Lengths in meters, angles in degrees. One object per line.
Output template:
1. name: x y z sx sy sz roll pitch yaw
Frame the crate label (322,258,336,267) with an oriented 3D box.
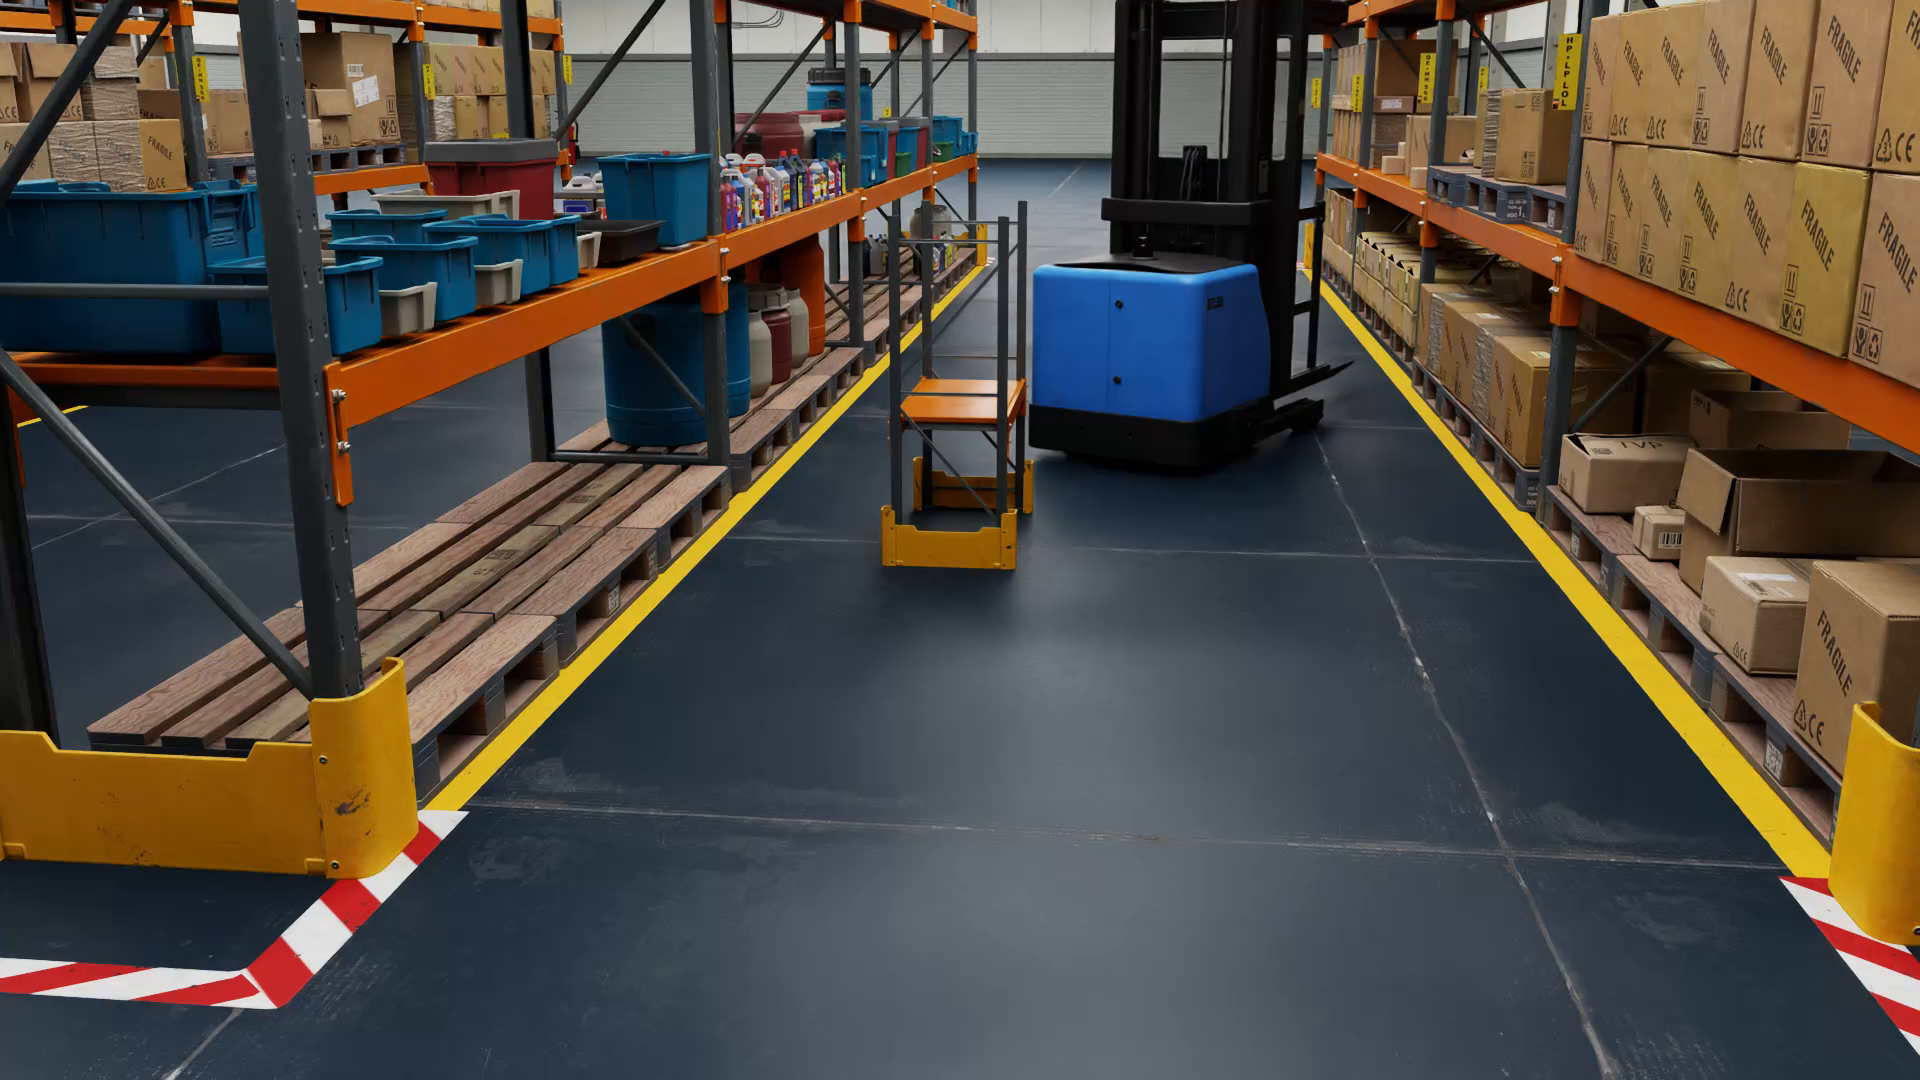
1. crate label: -2.146 -0.889 5.592 0.396 0.136 0.243 2 15 6

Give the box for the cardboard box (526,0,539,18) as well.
1. cardboard box: -5.084 -6.032 18.762 0.500 0.250 0.500 2 15 7

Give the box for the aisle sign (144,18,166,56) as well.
1. aisle sign: -9.839 -6.355 20.437 0.394 0.787 0.004 2 15 6

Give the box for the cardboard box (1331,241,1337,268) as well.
1. cardboard box: 4.162 -2.979 17.396 0.500 0.250 0.500 2 15 6

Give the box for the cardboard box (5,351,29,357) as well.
1. cardboard box: -6.430 -1.381 10.289 1.225 0.875 0.875 1 15 4

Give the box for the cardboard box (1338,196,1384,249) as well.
1. cardboard box: 4.119 -3.211 16.817 0.500 0.500 0.500 2 15 6

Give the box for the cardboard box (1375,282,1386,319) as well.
1. cardboard box: 3.698 -1.967 13.653 0.500 0.250 0.500 2 15 7

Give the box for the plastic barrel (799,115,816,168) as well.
1. plastic barrel: -1.306 -3.024 12.886 0.421 0.512 0.421 0 15 0

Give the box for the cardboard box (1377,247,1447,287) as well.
1. cardboard box: 3.697 -2.235 13.571 0.500 0.311 0.500 2 15 8

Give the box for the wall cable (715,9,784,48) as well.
1. wall cable: -6.519 -17.961 50.331 2.305 6.003 0.169 2 15 6

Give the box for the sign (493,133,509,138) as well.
1. sign: -2.207 -1.810 8.080 0.100 0.325 0.005 2 15 6

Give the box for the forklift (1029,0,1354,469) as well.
1. forklift: 1.594 -2.133 9.936 1.130 2.935 3.031 9 18 31

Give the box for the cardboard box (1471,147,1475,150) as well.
1. cardboard box: 4.005 -2.734 12.196 0.500 0.311 0.500 2 15 6

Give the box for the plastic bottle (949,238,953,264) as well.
1. plastic bottle: -0.150 -3.080 17.681 0.152 0.276 0.135 1 15 5

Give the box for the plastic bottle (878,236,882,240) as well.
1. plastic bottle: -0.860 -3.118 17.829 0.097 0.271 0.097 0 15 0

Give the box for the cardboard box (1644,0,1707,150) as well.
1. cardboard box: 2.811 -1.663 5.958 0.500 0.500 0.500 1 15 5

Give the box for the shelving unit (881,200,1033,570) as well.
1. shelving unit: 0.009 -0.744 7.539 0.587 1.500 1.083 2 15 6

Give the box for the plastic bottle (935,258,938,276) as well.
1. plastic bottle: -0.264 -2.719 16.488 0.097 0.201 0.097 0 15 0

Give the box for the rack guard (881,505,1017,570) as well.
1. rack guard: -0.048 -0.011 7.225 0.587 0.250 0.087 2 15 6

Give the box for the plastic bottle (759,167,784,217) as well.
1. plastic bottle: -1.100 -2.009 9.583 0.152 0.276 0.135 2 15 6

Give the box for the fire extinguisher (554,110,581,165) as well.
1. fire extinguisher: -4.757 -4.897 20.173 0.296 0.674 0.183 2 15 6

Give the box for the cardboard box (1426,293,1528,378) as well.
1. cardboard box: 3.323 -1.311 10.708 0.500 0.500 0.500 1 15 4

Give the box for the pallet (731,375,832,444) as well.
1. pallet: -1.397 -0.830 10.327 1.003 0.211 1.213 2 15 6

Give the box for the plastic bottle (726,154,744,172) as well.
1. plastic bottle: -1.580 -2.535 11.527 0.152 0.276 0.135 2 15 6

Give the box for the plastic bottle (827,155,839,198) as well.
1. plastic bottle: -0.857 -2.464 11.250 0.061 0.283 0.133 2 15 6

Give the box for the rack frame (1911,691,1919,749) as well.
1. rack frame: 2.809 -0.476 3.674 1.000 3.000 0.127 2 15 6

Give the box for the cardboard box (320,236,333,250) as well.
1. cardboard box: -5.905 -2.459 14.957 0.700 0.500 0.500 0 15 1

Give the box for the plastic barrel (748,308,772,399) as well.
1. plastic barrel: -1.350 -1.130 10.055 0.421 0.512 0.421 0 15 0

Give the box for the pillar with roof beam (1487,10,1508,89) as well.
1. pillar with roof beam: 8.748 -13.521 40.425 9.100 9.000 0.400 2 15 6

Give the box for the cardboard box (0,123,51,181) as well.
1. cardboard box: -6.116 -2.360 10.453 0.500 0.500 0.500 2 15 7

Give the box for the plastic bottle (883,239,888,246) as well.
1. plastic bottle: -0.786 -2.984 17.312 0.061 0.283 0.133 2 15 6

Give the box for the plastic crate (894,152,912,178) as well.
1. plastic crate: -0.674 -3.172 14.054 0.450 0.188 0.662 2 15 6

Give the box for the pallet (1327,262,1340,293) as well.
1. pallet: 4.430 -2.764 17.480 1.003 0.211 1.213 2 15 6

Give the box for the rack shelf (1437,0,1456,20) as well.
1. rack shelf: 3.486 -3.132 9.132 1.077 0.370 4.000 2 15 6

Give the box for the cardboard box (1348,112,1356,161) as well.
1. cardboard box: 4.377 -4.151 17.076 0.700 0.500 0.500 2 15 8

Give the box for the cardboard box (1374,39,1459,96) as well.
1. cardboard box: 4.207 -4.378 15.428 0.700 0.500 0.500 2 15 7

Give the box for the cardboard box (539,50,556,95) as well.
1. cardboard box: -5.045 -5.443 19.367 0.500 0.500 0.500 2 15 6

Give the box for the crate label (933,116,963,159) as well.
1. crate label: -0.246 -4.304 17.765 0.502 0.435 0.616 2 15 6

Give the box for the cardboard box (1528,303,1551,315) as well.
1. cardboard box: 3.781 -1.172 10.197 0.500 0.500 0.500 1 15 4

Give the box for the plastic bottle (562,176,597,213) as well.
1. plastic bottle: -1.938 -1.712 8.483 0.152 0.276 0.135 2 15 6

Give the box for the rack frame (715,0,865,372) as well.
1. rack frame: -1.210 -2.697 11.891 1.000 3.000 0.127 2 15 6

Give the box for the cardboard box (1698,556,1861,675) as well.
1. cardboard box: 2.763 0.246 5.432 0.500 0.250 0.500 2 15 6

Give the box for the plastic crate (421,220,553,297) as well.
1. plastic crate: -1.609 -0.966 5.695 0.416 0.233 0.300 2 15 6

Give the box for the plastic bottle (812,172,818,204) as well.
1. plastic bottle: -0.954 -2.243 10.592 0.097 0.201 0.097 0 15 0

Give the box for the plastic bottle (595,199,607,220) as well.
1. plastic bottle: -1.812 -1.677 8.497 0.097 0.201 0.097 0 15 0

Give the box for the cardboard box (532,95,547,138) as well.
1. cardboard box: -5.255 -4.835 19.034 0.875 0.500 0.500 2 15 6

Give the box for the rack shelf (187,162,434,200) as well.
1. rack shelf: -5.905 -3.015 14.442 1.077 0.370 4.000 2 15 6

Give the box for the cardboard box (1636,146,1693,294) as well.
1. cardboard box: 2.819 -1.175 6.068 0.500 0.500 0.500 2 15 6

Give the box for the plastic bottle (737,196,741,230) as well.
1. plastic bottle: -1.186 -1.712 8.626 0.097 0.201 0.097 0 15 0

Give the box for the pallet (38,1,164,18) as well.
1. pallet: -10.218 -6.303 19.648 1.003 0.211 1.213 2 15 6

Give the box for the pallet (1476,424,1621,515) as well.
1. pallet: 3.315 -0.379 8.659 1.003 0.211 1.213 2 15 6

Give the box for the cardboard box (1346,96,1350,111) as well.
1. cardboard box: 4.182 -4.493 17.096 0.380 0.149 0.250 2 15 7

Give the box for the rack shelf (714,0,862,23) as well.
1. rack shelf: -1.435 -3.279 9.675 1.077 0.370 4.000 2 15 6

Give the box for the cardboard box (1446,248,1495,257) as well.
1. cardboard box: 4.231 -2.226 13.536 0.500 0.311 0.500 2 15 6

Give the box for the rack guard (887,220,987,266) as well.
1. rack guard: -0.269 -3.544 19.812 1.175 0.500 0.348 2 15 6

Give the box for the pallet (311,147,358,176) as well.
1. pallet: -5.948 -3.265 14.358 1.003 0.211 1.213 2 15 6
